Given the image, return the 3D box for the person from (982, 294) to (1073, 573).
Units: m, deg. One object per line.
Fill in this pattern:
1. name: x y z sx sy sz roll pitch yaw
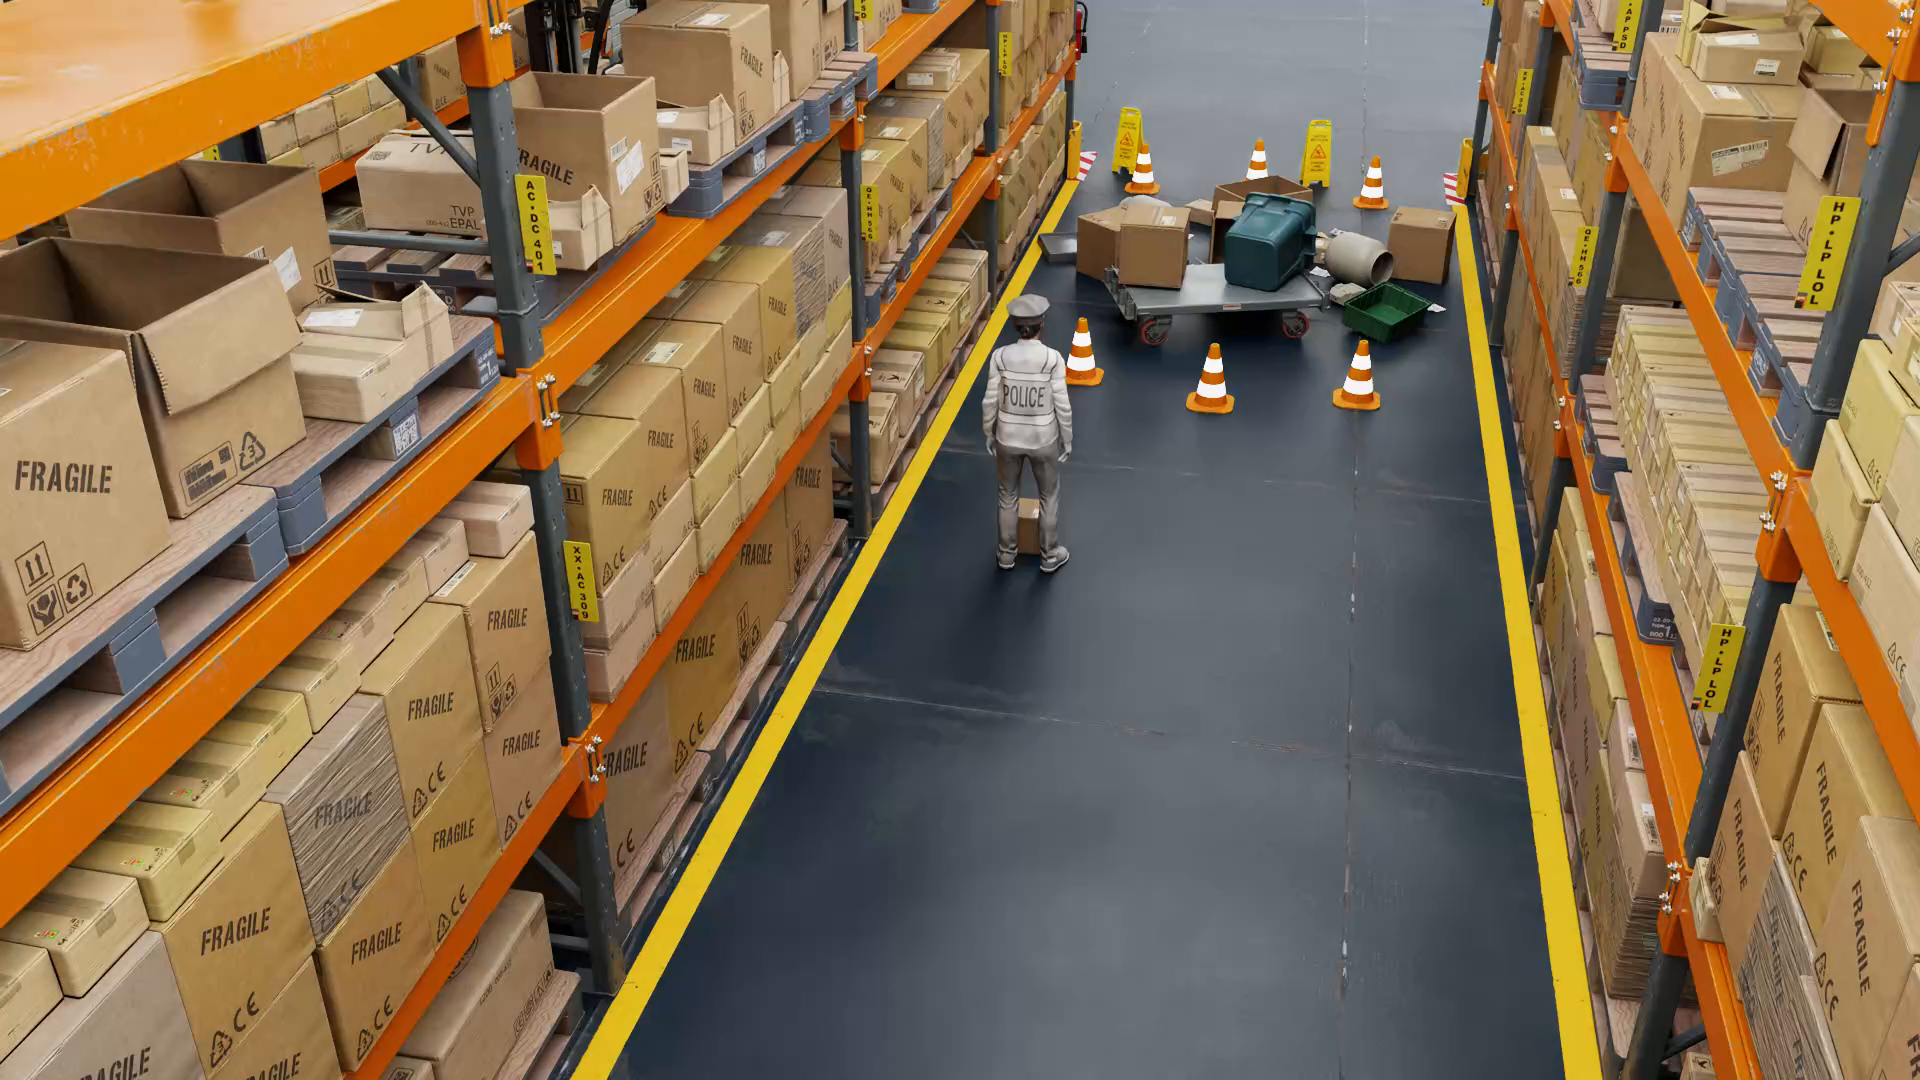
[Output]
1. person: 0.393 -0.586 9.666 0.526 1.663 0.375 6 29 10
